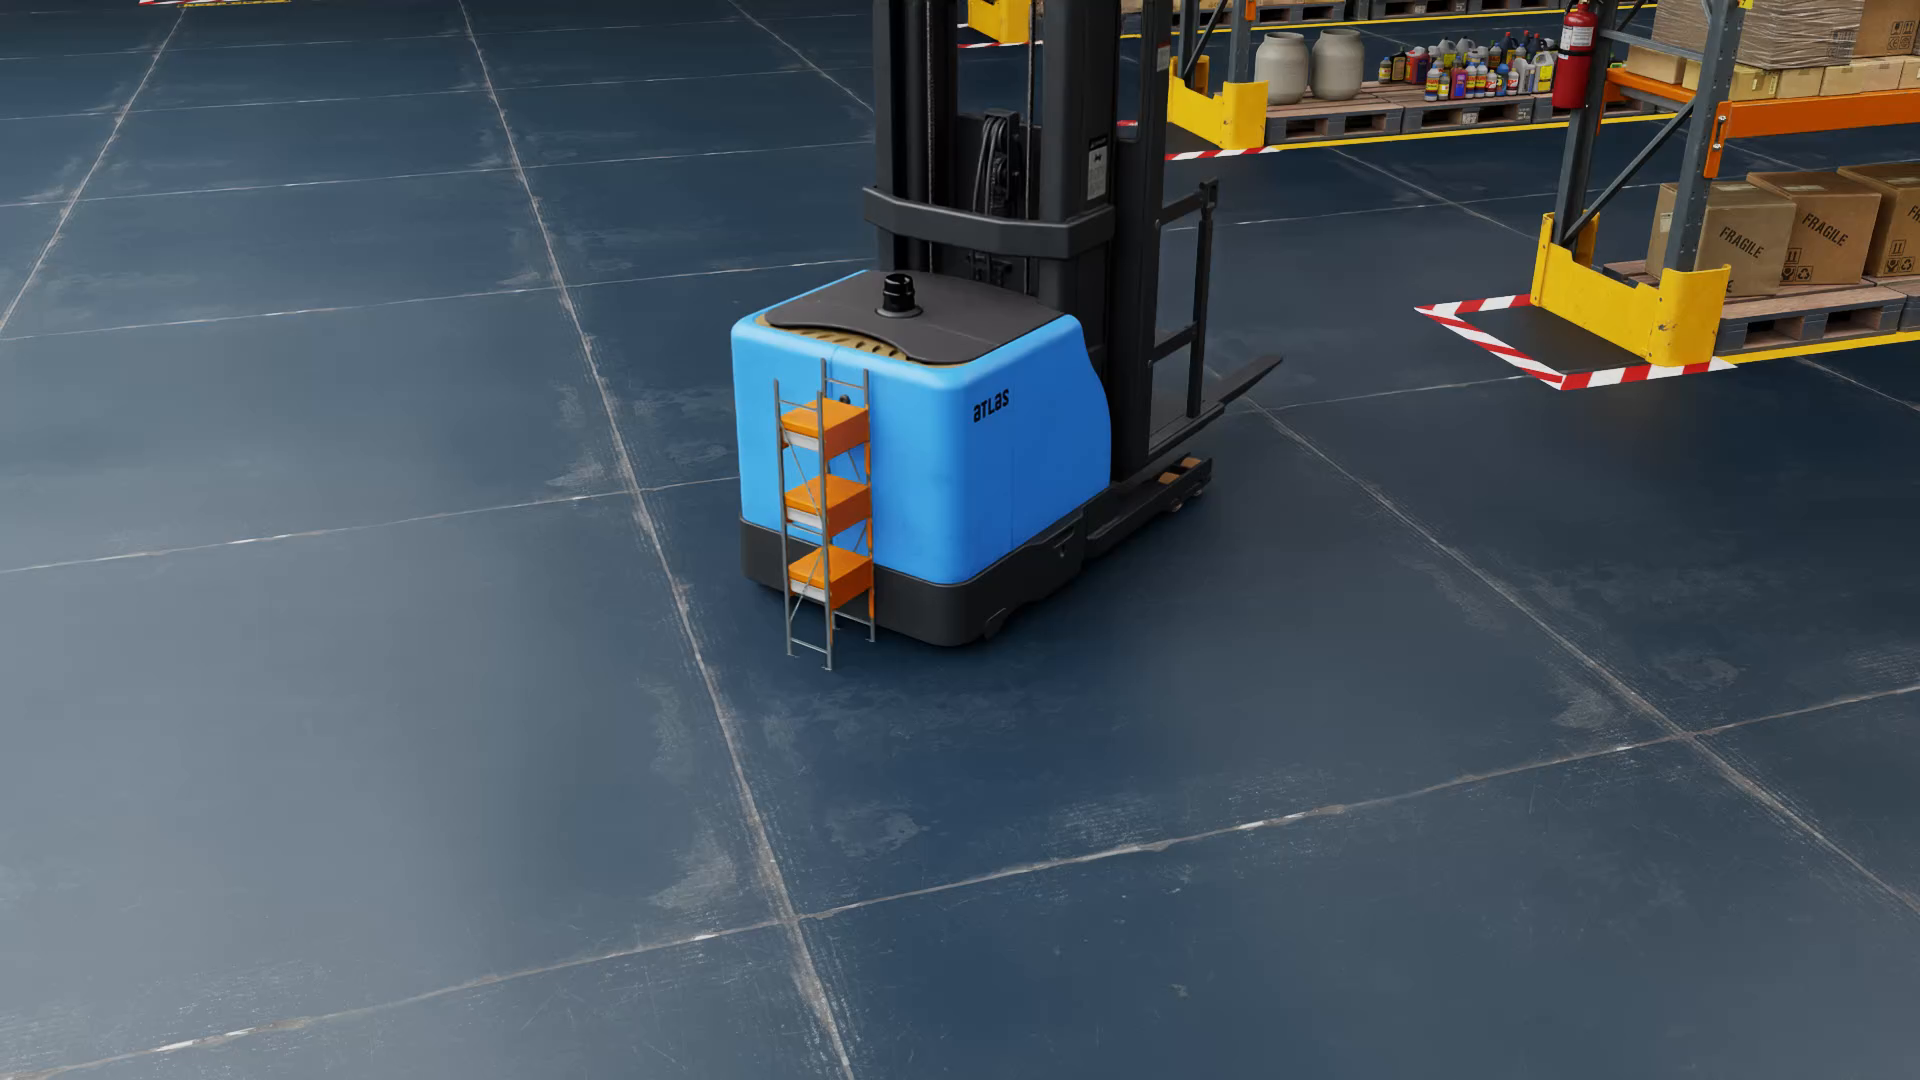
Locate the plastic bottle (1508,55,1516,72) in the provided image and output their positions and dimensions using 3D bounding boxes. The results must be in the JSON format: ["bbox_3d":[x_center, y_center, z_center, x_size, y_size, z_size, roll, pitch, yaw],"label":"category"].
[{"bbox_3d":[4.573,-3.851,13.693,0.133,0.283,0.061,-8,28,-16],"label":"plastic bottle"}]

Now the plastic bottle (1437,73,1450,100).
[{"bbox_3d":[3.890,-3.653,13.386,0.097,0.201,0.097,0,26,0],"label":"plastic bottle"}]

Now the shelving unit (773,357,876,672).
[{"bbox_3d":[-0.459,-0.079,5.728,0.215,1.050,0.252,17,31,31],"label":"shelving unit"}]

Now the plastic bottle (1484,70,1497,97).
[{"bbox_3d":[4.307,-3.713,13.508,0.097,0.201,0.097,0,26,0],"label":"plastic bottle"}]

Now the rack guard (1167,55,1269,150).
[{"bbox_3d":[2.029,-3.488,13.213,0.348,0.500,1.175,-8,28,-16],"label":"rack guard"}]

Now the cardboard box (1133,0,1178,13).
[{"bbox_3d":[1.969,-5.747,17.573,0.500,0.250,0.500,-8,28,-16],"label":"cardboard box"}]

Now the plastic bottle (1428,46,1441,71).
[{"bbox_3d":[3.962,-4.034,14.072,0.135,0.276,0.152,-9,28,-18],"label":"plastic bottle"}]

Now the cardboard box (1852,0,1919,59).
[{"bbox_3d":[4.475,-2.844,8.659,0.500,0.500,0.875,-8,28,-16],"label":"cardboard box"}]

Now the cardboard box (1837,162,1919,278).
[{"bbox_3d":[5.263,-1.805,9.351,0.500,0.500,0.500,-6,27,-11],"label":"cardboard box"}]

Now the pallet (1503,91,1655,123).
[{"bbox_3d":[5.123,-3.804,14.175,1.213,0.211,1.003,-8,28,-16],"label":"pallet"}]

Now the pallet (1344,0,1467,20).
[{"bbox_3d":[4.933,-6.092,18.783,1.213,0.211,1.003,-8,28,-16],"label":"pallet"}]

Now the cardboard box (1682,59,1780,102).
[{"bbox_3d":[3.850,-2.309,8.309,0.250,0.149,0.380,-8,28,-16],"label":"cardboard box"}]

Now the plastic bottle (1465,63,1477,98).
[{"bbox_3d":[4.117,-3.717,13.437,0.097,0.271,0.097,0,26,0],"label":"plastic bottle"}]

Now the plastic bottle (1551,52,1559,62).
[{"bbox_3d":[4.999,-3.927,13.855,0.135,0.276,0.152,-8,28,-16],"label":"plastic bottle"}]

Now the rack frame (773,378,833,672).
[{"bbox_3d":[-0.529,-0.034,5.638,0.200,1.050,0.008,17,31,31],"label":"rack frame"}]

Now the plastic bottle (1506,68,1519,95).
[{"bbox_3d":[4.502,-3.741,13.565,0.097,0.201,0.097,0,26,0],"label":"plastic bottle"}]

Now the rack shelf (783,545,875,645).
[{"bbox_3d":[-0.459,0.180,5.856,0.215,0.259,0.240,17,31,31],"label":"rack shelf"}]

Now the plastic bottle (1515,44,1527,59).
[{"bbox_3d":[4.778,-4.096,14.201,0.097,0.271,0.097,0,26,0],"label":"plastic bottle"}]

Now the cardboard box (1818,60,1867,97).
[{"bbox_3d":[4.336,-2.363,8.419,0.250,0.149,0.380,-8,28,-16],"label":"cardboard box"}]

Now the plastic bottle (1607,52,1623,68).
[{"bbox_3d":[5.419,-3.902,13.797,0.133,0.283,0.061,-7,27,-14],"label":"plastic bottle"}]

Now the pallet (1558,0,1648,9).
[{"bbox_3d":[7.253,-6.427,19.459,1.213,0.211,1.003,-8,28,-16],"label":"pallet"}]

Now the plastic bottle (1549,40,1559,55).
[{"bbox_3d":[5.070,-4.148,14.293,0.133,0.283,0.061,-8,28,-16],"label":"plastic bottle"}]

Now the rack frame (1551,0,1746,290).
[{"bbox_3d":[3.505,-2.483,8.378,0.127,3.000,1.000,-8,28,-16],"label":"rack frame"}]

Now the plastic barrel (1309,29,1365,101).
[{"bbox_3d":[3.050,-3.843,13.442,0.421,0.512,0.421,0,26,0],"label":"plastic barrel"}]

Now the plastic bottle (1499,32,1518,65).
[{"bbox_3d":[4.699,-4.177,14.274,0.185,0.351,0.144,-9,28,-18],"label":"plastic bottle"}]

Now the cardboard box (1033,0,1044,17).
[{"bbox_3d":[1.020,-5.608,17.293,0.500,0.250,0.500,-8,28,-16],"label":"cardboard box"}]

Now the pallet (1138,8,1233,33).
[{"bbox_3d":[2.313,-5.712,18.018,1.213,0.211,1.003,-8,28,-16],"label":"pallet"}]

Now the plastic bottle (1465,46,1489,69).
[{"bbox_3d":[4.365,-4.025,14.053,0.135,0.276,0.152,-8,28,-16],"label":"plastic bottle"}]

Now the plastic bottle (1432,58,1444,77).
[{"bbox_3d":[4.018,-3.951,13.987,0.097,0.201,0.097,0,26,0],"label":"plastic bottle"}]

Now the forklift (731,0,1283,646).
[{"bbox_3d":[0.424,-1.541,6.558,1.130,2.935,3.031,17,31,31],"label":"forklift"}]

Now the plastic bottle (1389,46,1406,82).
[{"bbox_3d":[3.687,-4.019,14.033,0.133,0.283,0.061,-8,27,-15],"label":"plastic bottle"}]

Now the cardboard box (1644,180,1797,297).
[{"bbox_3d":[4.104,-1.630,8.999,0.500,0.500,0.500,-3,27,-7],"label":"cardboard box"}]

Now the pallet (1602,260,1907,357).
[{"bbox_3d":[4.361,-1.341,9.214,1.213,0.211,1.003,-8,28,-16],"label":"pallet"}]

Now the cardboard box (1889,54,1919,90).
[{"bbox_3d":[4.807,-2.438,8.569,0.250,0.149,0.380,-8,28,-16],"label":"cardboard box"}]

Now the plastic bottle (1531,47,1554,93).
[{"bbox_3d":[4.762,-3.857,13.630,0.185,0.351,0.144,-8,28,-16],"label":"plastic bottle"}]

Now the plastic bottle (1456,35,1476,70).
[{"bbox_3d":[4.295,-4.118,14.156,0.185,0.351,0.144,-8,28,-17],"label":"plastic bottle"}]

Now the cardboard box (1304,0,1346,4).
[{"bbox_3d":[3.871,-6.023,18.128,0.500,0.250,0.500,-8,28,-16],"label":"cardboard box"}]

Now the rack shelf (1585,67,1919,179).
[{"bbox_3d":[5.407,-2.436,9.092,4.000,0.370,1.077,-8,28,-16],"label":"rack shelf"}]

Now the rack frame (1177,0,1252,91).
[{"bbox_3d":[1.971,-4.577,12.596,0.127,3.000,1.000,-8,28,-16],"label":"rack frame"}]

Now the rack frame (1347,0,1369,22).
[{"bbox_3d":[4.244,-7.223,17.925,0.127,3.000,1.000,-8,28,-16],"label":"rack frame"}]

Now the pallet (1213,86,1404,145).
[{"bbox_3d":[2.803,-3.468,13.498,1.213,0.211,1.003,-8,28,-16],"label":"pallet"}]

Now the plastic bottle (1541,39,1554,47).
[{"bbox_3d":[5.037,-4.190,14.385,0.135,0.276,0.152,-7,27,-14],"label":"plastic bottle"}]

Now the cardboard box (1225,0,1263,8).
[{"bbox_3d":[2.922,-5.883,17.847,0.500,0.250,0.500,-8,28,-16],"label":"cardboard box"}]

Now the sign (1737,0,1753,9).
[{"bbox_3d":[3.673,-2.641,7.723,0.005,0.325,0.100,-8,28,-16],"label":"sign"}]
